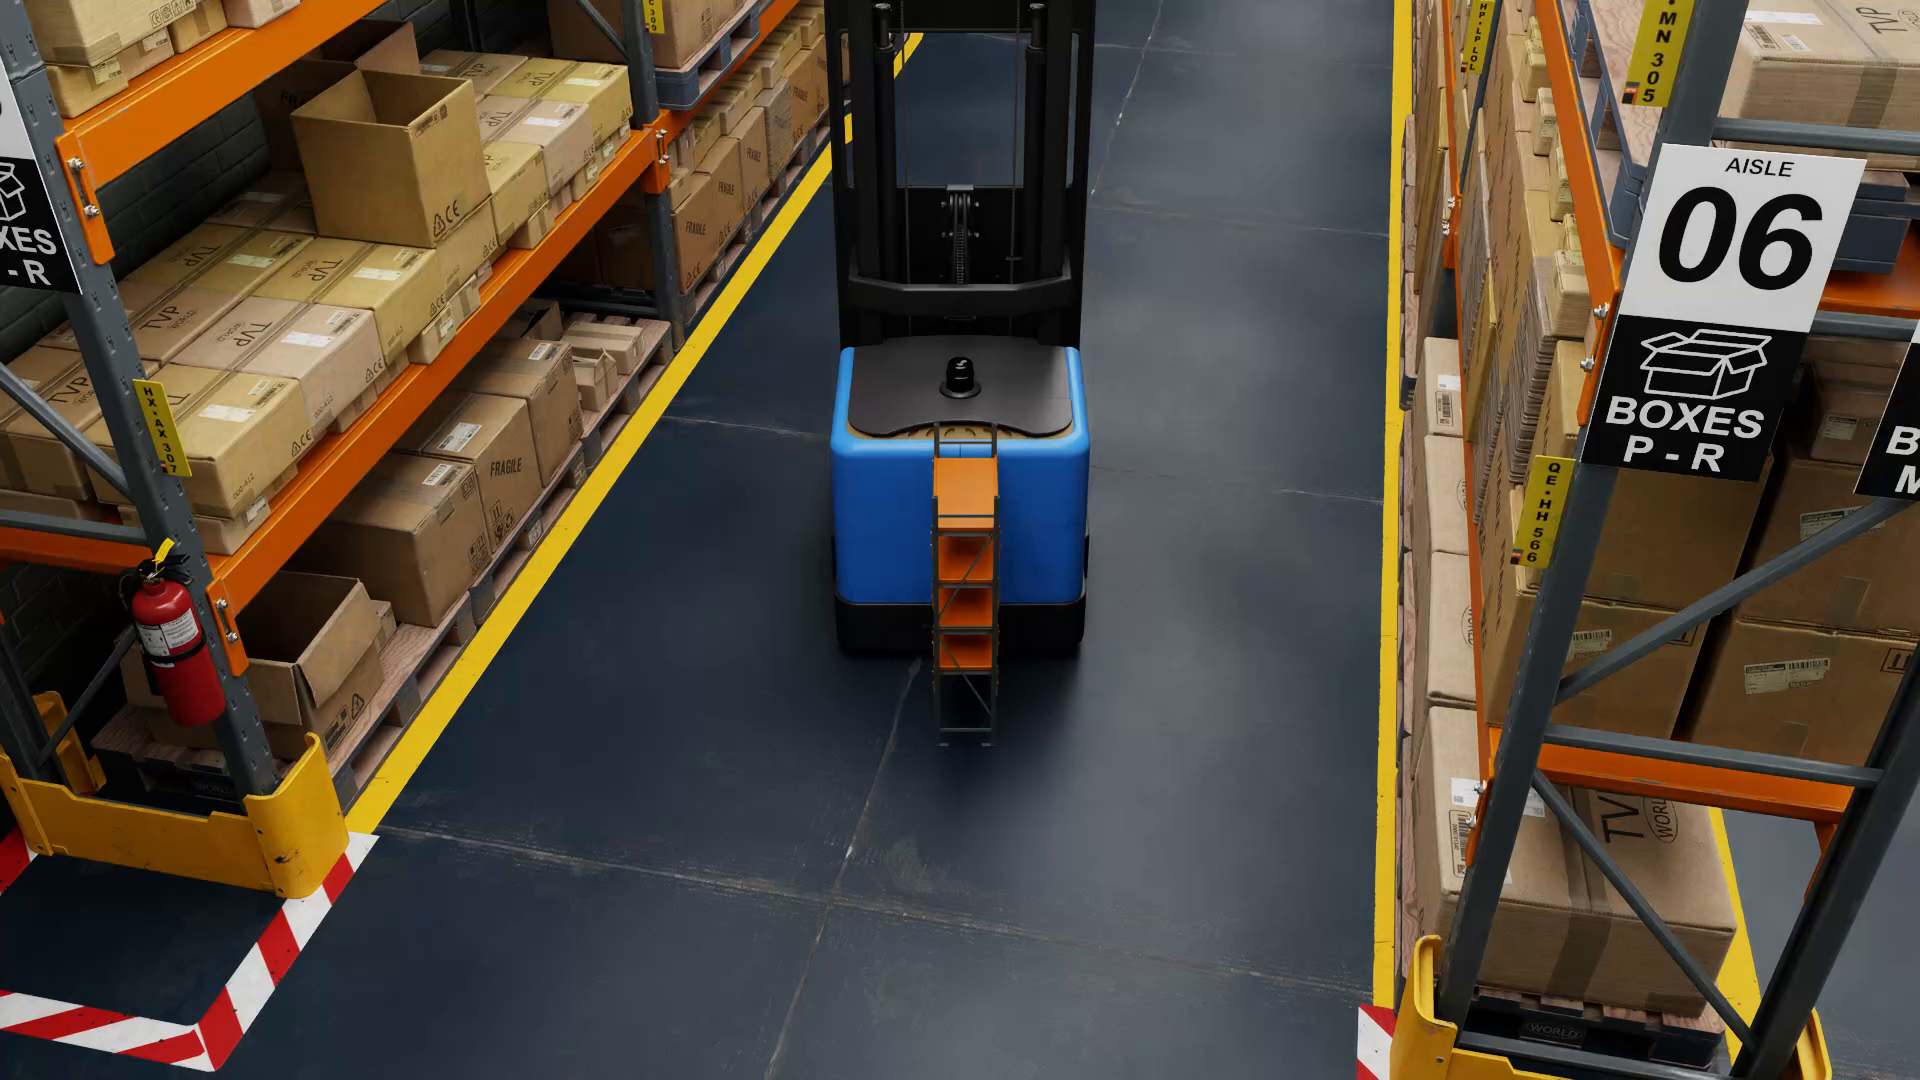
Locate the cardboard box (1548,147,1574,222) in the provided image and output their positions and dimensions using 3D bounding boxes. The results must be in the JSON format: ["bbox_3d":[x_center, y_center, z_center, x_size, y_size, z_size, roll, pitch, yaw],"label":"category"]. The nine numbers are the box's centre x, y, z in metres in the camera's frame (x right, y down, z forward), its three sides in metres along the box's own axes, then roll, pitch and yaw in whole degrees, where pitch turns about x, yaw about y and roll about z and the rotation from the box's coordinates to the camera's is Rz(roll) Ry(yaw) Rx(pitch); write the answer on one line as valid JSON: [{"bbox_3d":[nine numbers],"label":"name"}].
[{"bbox_3d":[2.064,-1.102,5.225,0.380,0.149,0.250,8,37,11],"label":"cardboard box"}]

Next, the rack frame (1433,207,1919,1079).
[{"bbox_3d":[1.964,0.575,4.401,1.000,3.000,0.127,7,37,10],"label":"rack frame"}]

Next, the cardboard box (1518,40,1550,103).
[{"bbox_3d":[2.247,-1.694,6.041,0.380,0.149,0.250,6,36,9],"label":"cardboard box"}]

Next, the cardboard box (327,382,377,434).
[{"bbox_3d":[-2.403,-0.541,6.155,0.380,0.149,0.250,8,37,11],"label":"cardboard box"}]

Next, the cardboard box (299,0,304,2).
[{"bbox_3d":[-2.287,-1.891,5.461,0.380,0.149,0.250,7,37,10],"label":"cardboard box"}]

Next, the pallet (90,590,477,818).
[{"bbox_3d":[-2.701,0.583,6.766,1.003,0.211,1.213,7,37,10],"label":"pallet"}]

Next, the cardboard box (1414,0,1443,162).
[{"bbox_3d":[3.444,-2.936,10.697,0.875,0.875,0.875,7,37,10],"label":"cardboard box"}]

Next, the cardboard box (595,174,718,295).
[{"bbox_3d":[-1.709,-1.745,9.374,0.500,0.500,0.500,9,37,12],"label":"cardboard box"}]

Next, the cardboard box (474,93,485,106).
[{"bbox_3d":[-2.502,-1.860,7.634,0.500,0.250,0.500,7,37,10],"label":"cardboard box"}]

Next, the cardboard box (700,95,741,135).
[{"bbox_3d":[-1.533,-2.546,9.926,0.380,0.149,0.250,7,37,10],"label":"cardboard box"}]

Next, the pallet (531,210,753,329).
[{"bbox_3d":[-1.895,-1.680,9.889,1.003,0.211,1.213,7,37,10],"label":"pallet"}]

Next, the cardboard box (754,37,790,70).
[{"bbox_3d":[-1.316,-3.143,10.750,0.380,0.149,0.250,7,36,9],"label":"cardboard box"}]

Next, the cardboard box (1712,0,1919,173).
[{"bbox_3d":[1.972,-1.059,3.783,0.500,0.250,0.500,4,36,6],"label":"cardboard box"}]

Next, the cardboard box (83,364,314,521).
[{"bbox_3d":[-2.526,-0.331,5.525,0.500,0.250,0.500,8,37,10],"label":"cardboard box"}]

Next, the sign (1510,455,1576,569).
[{"bbox_3d":[1.437,-0.066,4.096,0.100,0.325,0.005,7,37,10],"label":"sign"}]

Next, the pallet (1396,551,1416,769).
[{"bbox_3d":[2.321,0.538,6.827,1.003,0.211,1.213,7,37,10],"label":"pallet"}]

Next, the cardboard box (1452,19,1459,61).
[{"bbox_3d":[3.010,-2.822,9.215,0.500,0.250,0.500,7,37,10],"label":"cardboard box"}]

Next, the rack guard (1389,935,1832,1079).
[{"bbox_3d":[1.959,1.601,5.115,1.175,0.500,0.348,7,37,10],"label":"rack guard"}]

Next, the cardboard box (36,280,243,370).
[{"bbox_3d":[-2.936,-0.697,6.030,0.500,0.250,0.500,7,37,10],"label":"cardboard box"}]

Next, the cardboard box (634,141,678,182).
[{"bbox_3d":[-1.755,-2.059,9.001,0.380,0.149,0.250,7,36,9],"label":"cardboard box"}]

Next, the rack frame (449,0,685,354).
[{"bbox_3d":[-2.032,-2.338,8.420,1.000,3.000,0.127,7,37,10],"label":"rack frame"}]

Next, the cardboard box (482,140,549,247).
[{"bbox_3d":[-2.114,-1.502,7.141,0.500,0.250,0.500,7,37,10],"label":"cardboard box"}]

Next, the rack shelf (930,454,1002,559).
[{"bbox_3d":[0.021,-0.129,6.236,0.258,0.148,0.480,0,36,0],"label":"rack shelf"}]

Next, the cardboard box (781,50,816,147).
[{"bbox_3d":[-1.284,-2.934,11.015,0.500,0.500,0.500,9,37,12],"label":"cardboard box"}]

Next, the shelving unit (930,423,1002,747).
[{"bbox_3d":[0.021,0.189,6.467,0.258,1.200,0.503,0,36,0],"label":"shelving unit"}]

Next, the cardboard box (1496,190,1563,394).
[{"bbox_3d":[2.026,-0.763,5.310,0.500,0.500,0.500,7,37,10],"label":"cardboard box"}]

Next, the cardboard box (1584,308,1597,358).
[{"bbox_3d":[1.875,-0.513,4.411,0.380,0.149,0.250,8,37,11],"label":"cardboard box"}]

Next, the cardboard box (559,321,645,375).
[{"bbox_3d":[-1.864,-0.998,8.642,0.380,0.149,0.250,6,36,9],"label":"cardboard box"}]

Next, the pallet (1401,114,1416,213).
[{"bbox_3d":[3.430,-2.440,10.937,1.003,0.211,1.213,7,37,10],"label":"pallet"}]

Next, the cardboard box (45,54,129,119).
[{"bbox_3d":[-2.591,-1.312,4.662,0.380,0.149,0.250,8,37,11],"label":"cardboard box"}]

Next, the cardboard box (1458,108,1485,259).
[{"bbox_3d":[2.462,-1.523,7.210,0.500,0.500,0.500,8,37,11],"label":"cardboard box"}]

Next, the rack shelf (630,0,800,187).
[{"bbox_3d":[-1.605,-3.194,10.214,1.077,0.370,4.000,7,37,10],"label":"rack shelf"}]

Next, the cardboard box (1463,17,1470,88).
[{"bbox_3d":[2.774,-2.431,8.250,0.500,0.250,0.500,8,37,11],"label":"cardboard box"}]

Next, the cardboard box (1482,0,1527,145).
[{"bbox_3d":[2.480,-1.921,6.907,0.500,0.500,0.500,8,37,10],"label":"cardboard box"}]

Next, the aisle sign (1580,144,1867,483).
[{"bbox_3d":[1.645,-0.475,3.635,0.394,0.787,0.004,7,37,10],"label":"aisle sign"}]

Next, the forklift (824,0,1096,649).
[{"bbox_3d":[-0.001,-1.557,7.400,1.130,2.935,3.031,0,36,0],"label":"forklift"}]

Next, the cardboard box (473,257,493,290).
[{"bbox_3d":[-2.200,-1.140,6.981,0.380,0.149,0.250,7,37,10],"label":"cardboard box"}]

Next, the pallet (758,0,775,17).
[{"bbox_3d":[-1.588,-3.438,10.102,1.003,0.211,1.213,7,37,10],"label":"pallet"}]

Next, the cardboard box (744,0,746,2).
[{"bbox_3d":[-1.360,-3.202,9.369,0.396,0.266,0.258,9,37,12],"label":"cardboard box"}]

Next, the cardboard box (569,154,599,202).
[{"bbox_3d":[-1.920,-1.718,7.779,0.380,0.149,0.250,8,37,11],"label":"cardboard box"}]

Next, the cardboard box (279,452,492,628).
[{"bbox_3d":[-2.442,-0.027,7.004,0.700,0.500,0.500,9,37,12],"label":"cardboard box"}]

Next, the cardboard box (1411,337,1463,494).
[{"bbox_3d":[2.579,-0.504,7.715,0.875,0.438,0.875,7,36,9],"label":"cardboard box"}]

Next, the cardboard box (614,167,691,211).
[{"bbox_3d":[-1.695,-1.931,9.078,0.380,0.149,0.250,9,37,12],"label":"cardboard box"}]

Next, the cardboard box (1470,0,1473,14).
[{"bbox_3d":[2.771,-2.749,8.049,0.500,0.500,0.500,8,37,11],"label":"cardboard box"}]

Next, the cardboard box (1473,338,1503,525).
[{"bbox_3d":[2.030,-0.357,5.602,0.500,0.500,0.500,8,37,11],"label":"cardboard box"}]
